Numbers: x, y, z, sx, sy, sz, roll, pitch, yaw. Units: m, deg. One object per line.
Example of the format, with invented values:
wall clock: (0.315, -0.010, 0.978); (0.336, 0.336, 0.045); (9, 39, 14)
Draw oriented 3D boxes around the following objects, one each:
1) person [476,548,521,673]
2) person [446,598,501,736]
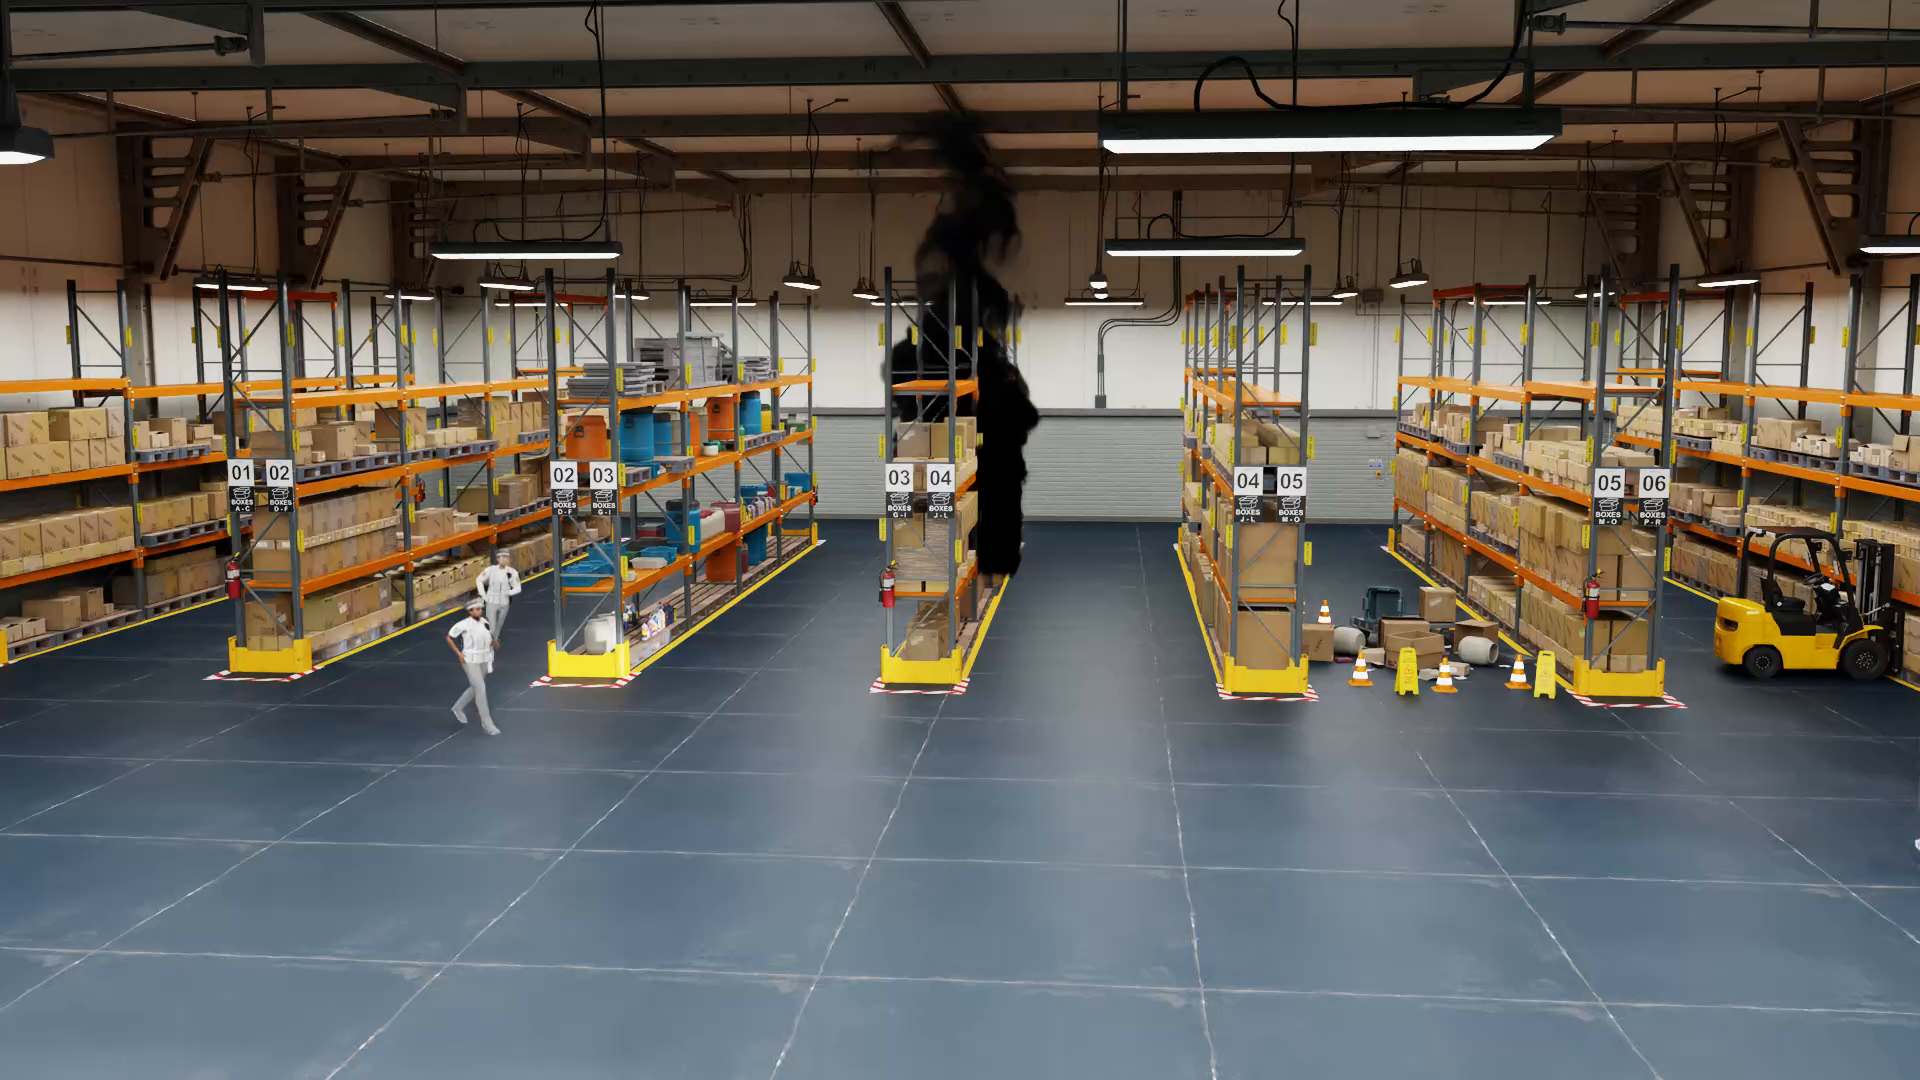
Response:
person: (-6.674, 0.999, 24.118); (0.598, 1.768, 0.647); (-4, 8, -29)
person: (-6.182, 1.589, 21.223); (0.867, 1.728, 0.572); (4, 8, 27)
